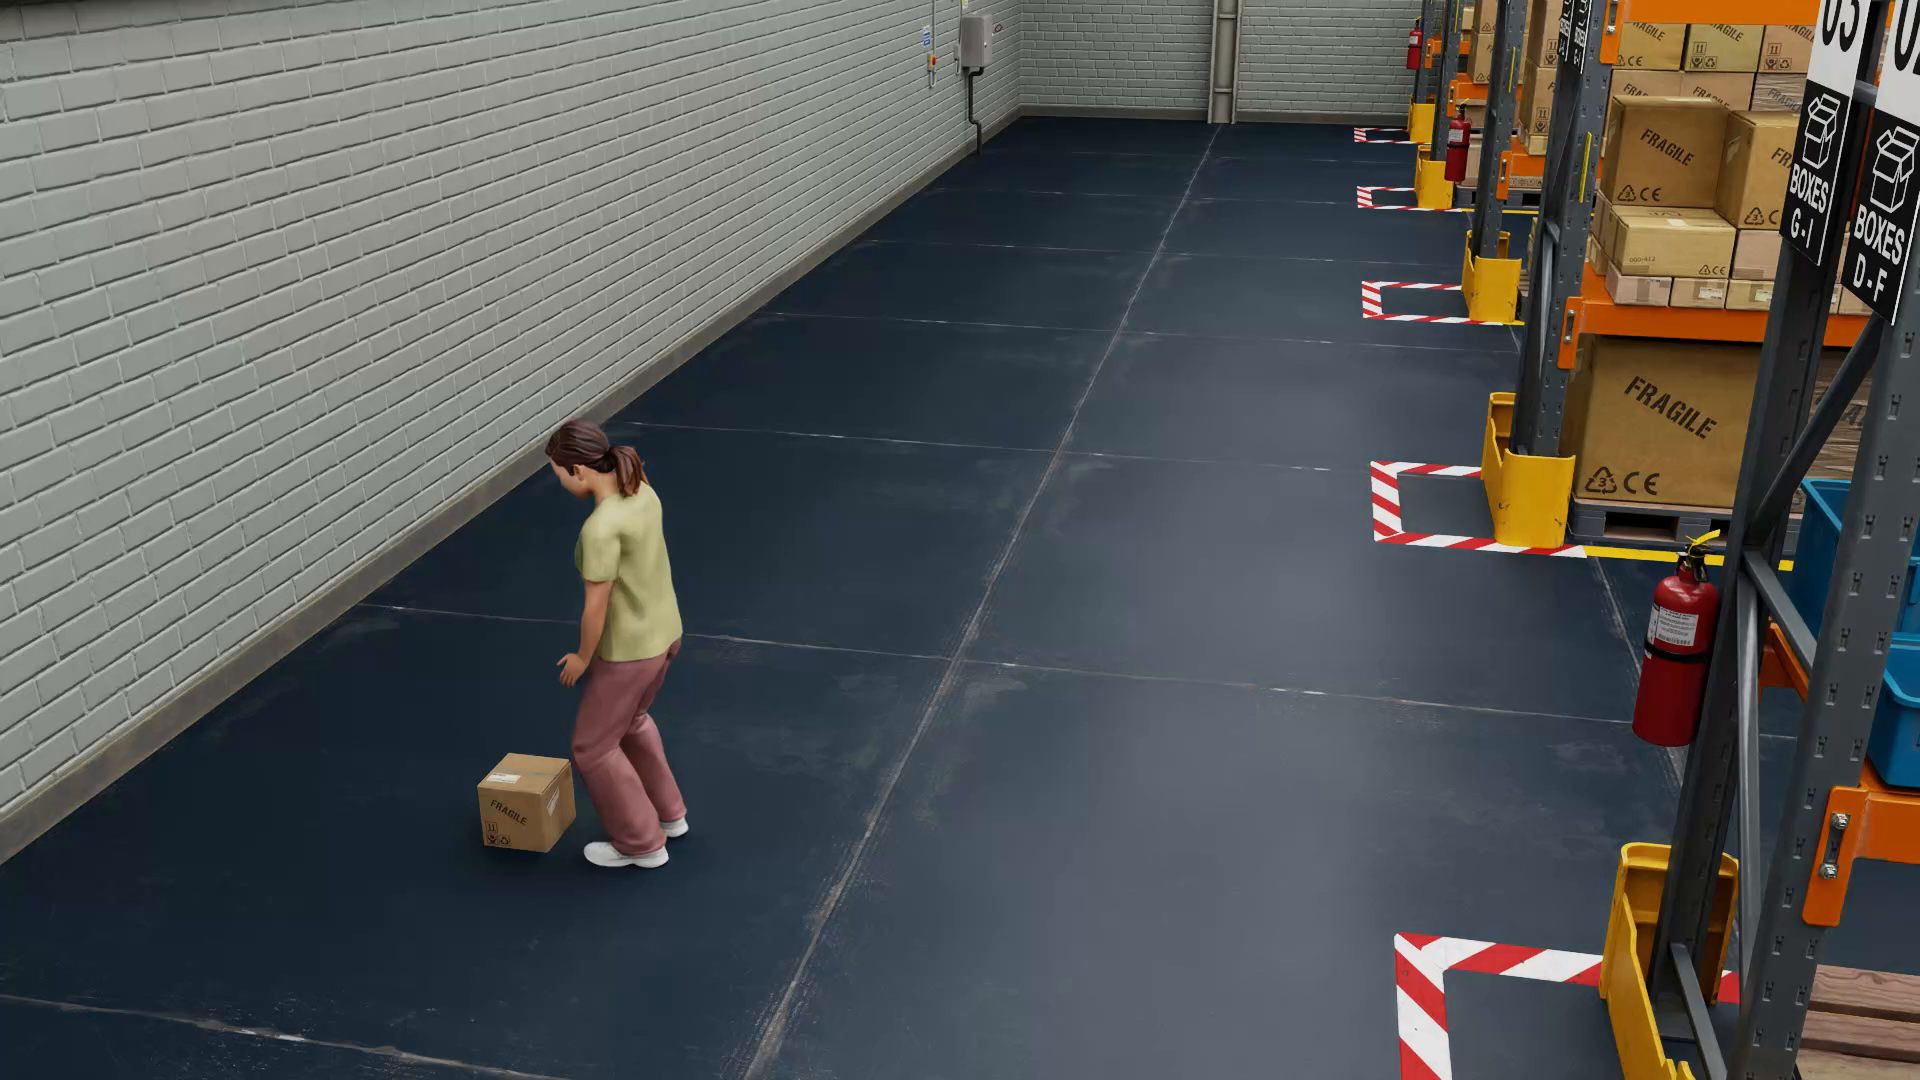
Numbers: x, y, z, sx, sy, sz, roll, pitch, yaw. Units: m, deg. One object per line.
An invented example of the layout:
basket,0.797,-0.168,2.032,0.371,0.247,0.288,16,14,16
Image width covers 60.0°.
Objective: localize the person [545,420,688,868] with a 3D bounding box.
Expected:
person,-1.175,0.370,5.734,0.387,1.628,0.470,5,22,12
